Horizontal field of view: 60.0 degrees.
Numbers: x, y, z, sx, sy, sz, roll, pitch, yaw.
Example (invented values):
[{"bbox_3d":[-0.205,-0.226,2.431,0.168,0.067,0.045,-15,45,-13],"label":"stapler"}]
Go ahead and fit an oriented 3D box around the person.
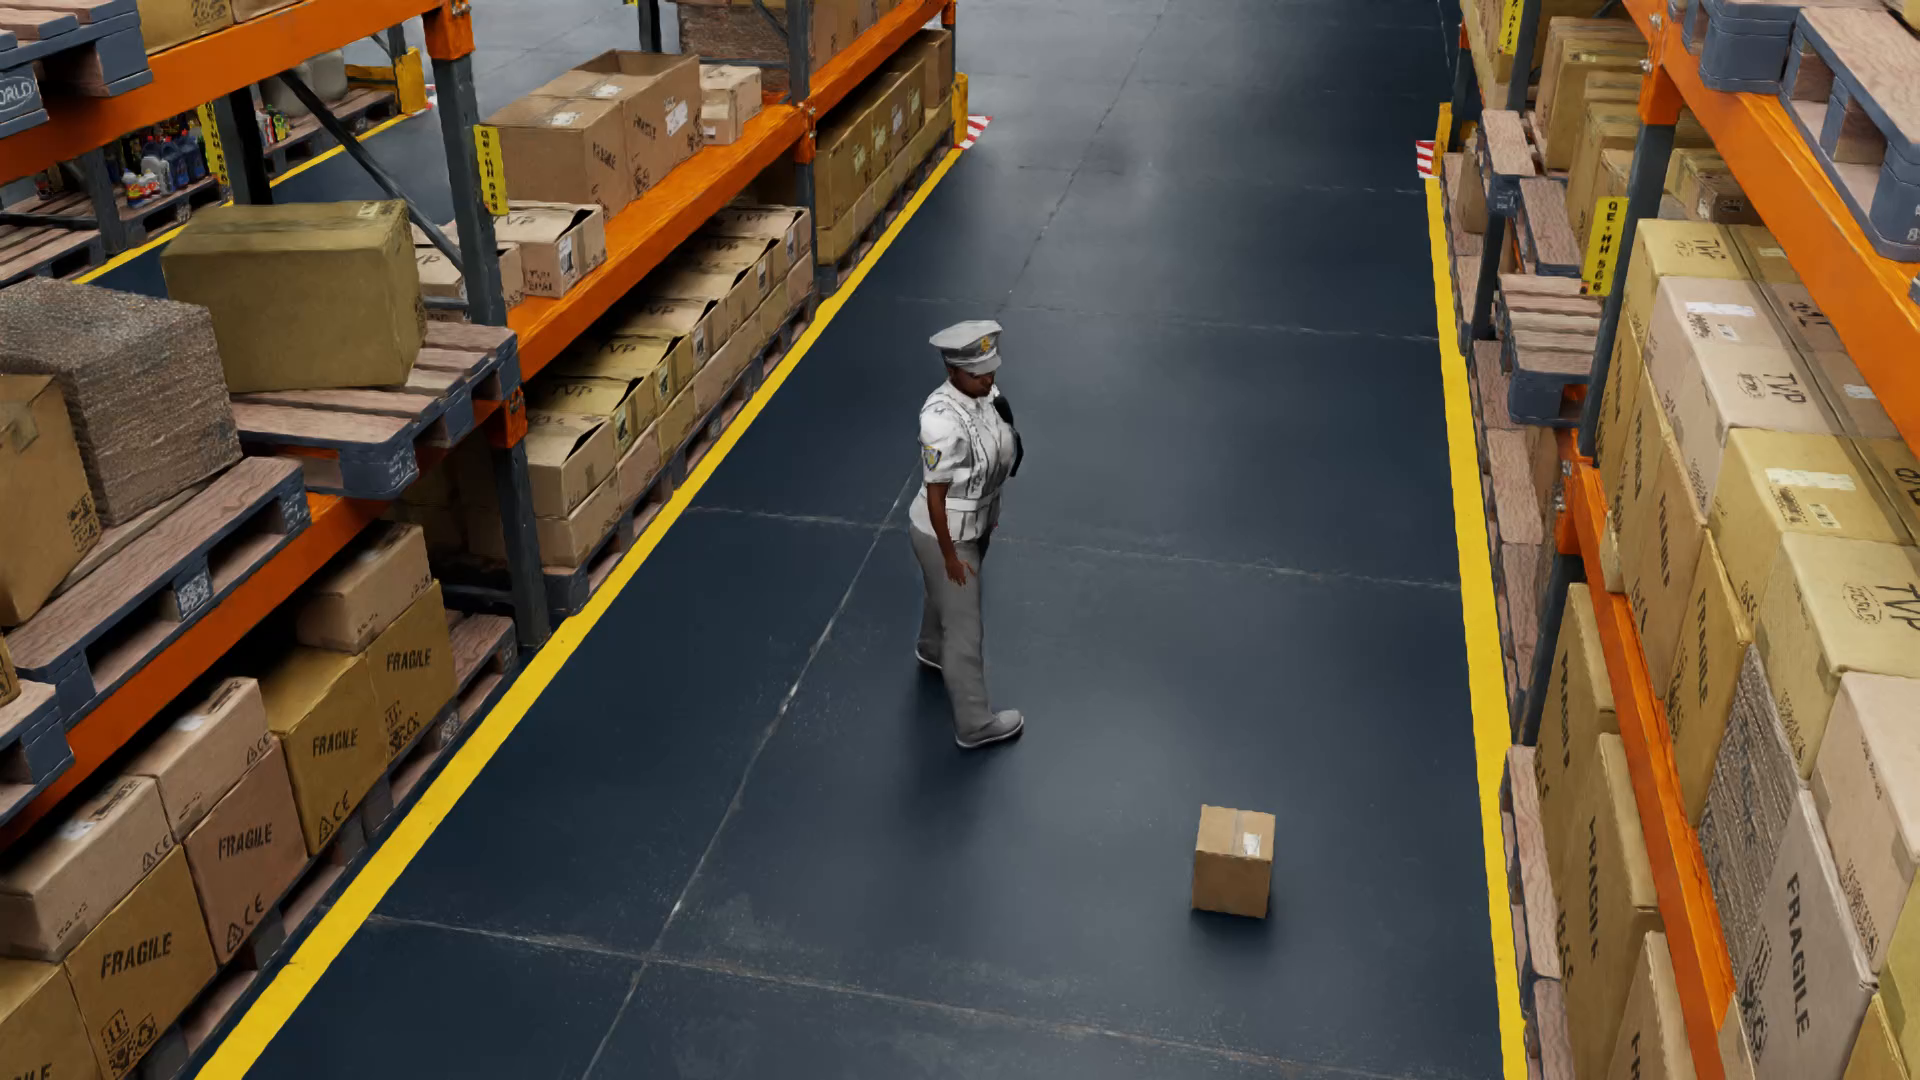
[{"bbox_3d":[0.011,-0.055,6.238,0.569,1.665,0.572,12,31,20],"label":"person"}]
